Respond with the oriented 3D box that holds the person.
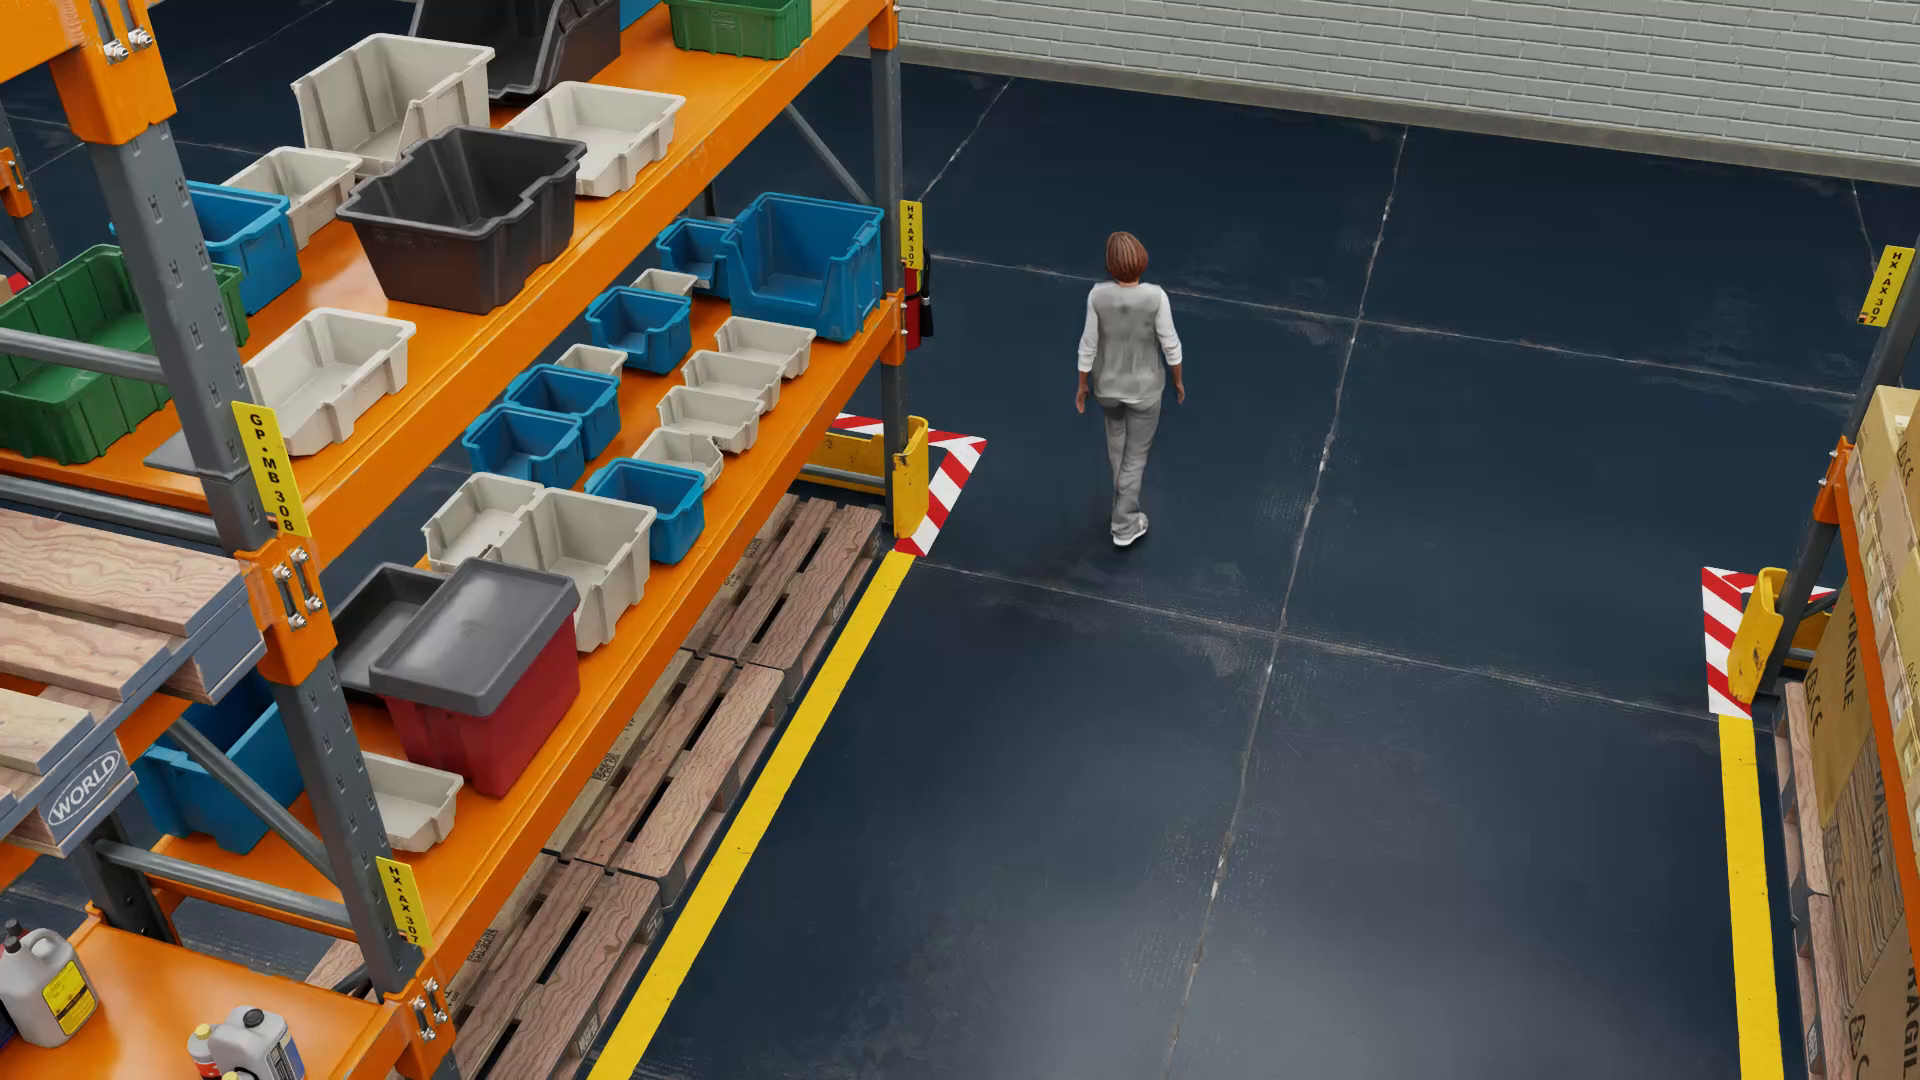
[{"bbox_3d":[0.805,-0.701,7.825,0.482,1.606,0.507,13,40,17],"label":"person"}]
